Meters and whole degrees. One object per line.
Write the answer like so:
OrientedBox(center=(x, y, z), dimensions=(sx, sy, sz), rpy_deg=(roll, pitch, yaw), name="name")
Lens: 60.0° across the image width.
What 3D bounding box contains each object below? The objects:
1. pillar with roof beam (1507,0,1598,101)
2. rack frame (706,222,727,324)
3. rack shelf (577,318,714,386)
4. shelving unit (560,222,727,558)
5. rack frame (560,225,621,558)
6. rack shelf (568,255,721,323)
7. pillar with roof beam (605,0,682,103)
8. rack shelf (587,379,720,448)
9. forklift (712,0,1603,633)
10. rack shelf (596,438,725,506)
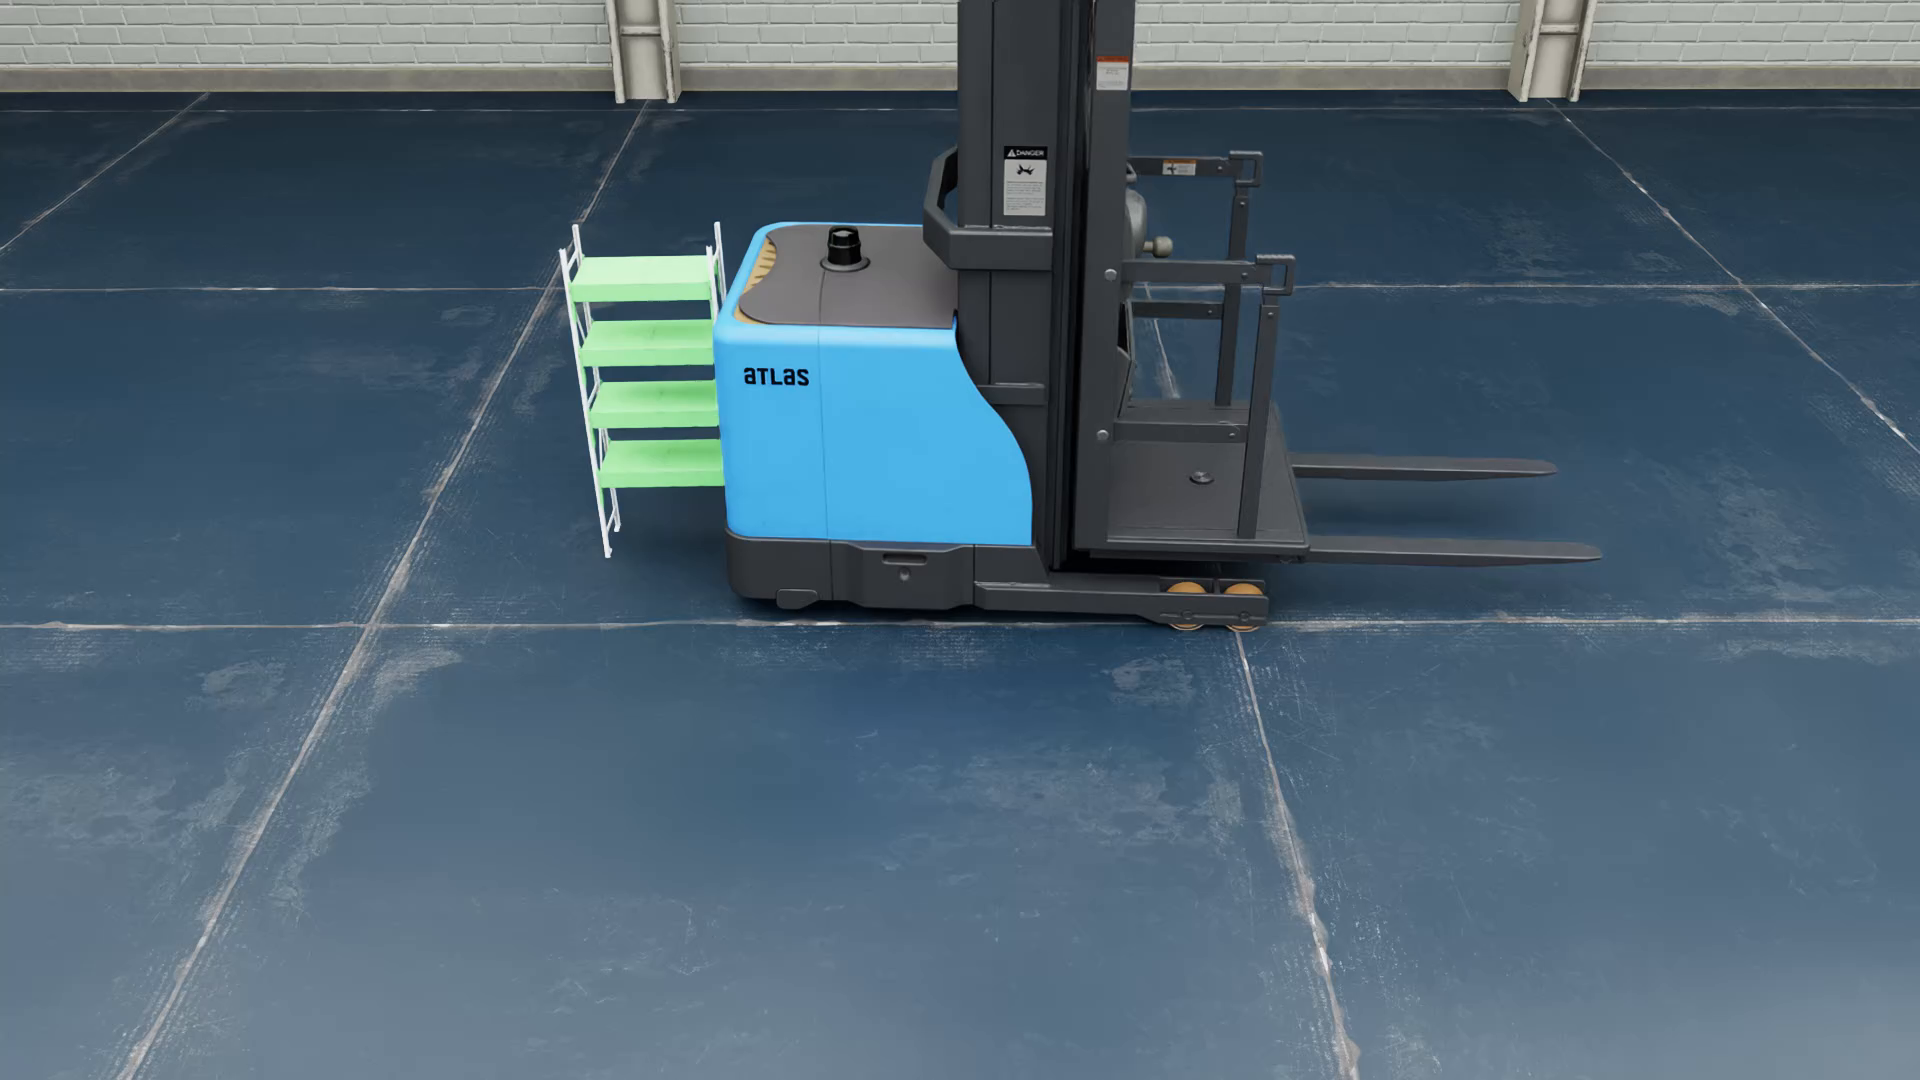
OrientedBox(center=(3.941, -4.612, 5.176), dimensions=(0.400, 9.000, 9.100), rpy_deg=(0, 31, 0), name="pillar with roof beam")
OrientedBox(center=(-0.824, -0.518, 5.930), dimensions=(0.015, 1.200, 0.240), rpy_deg=(-1, 31, 0), name="rack frame")
OrientedBox(center=(-1.071, -0.664, 5.840), dimensions=(0.480, 0.148, 0.258), rpy_deg=(-1, 31, 0), name="rack shelf")
OrientedBox(center=(-1.068, -0.514, 5.931), dimensions=(0.503, 1.200, 0.258), rpy_deg=(-1, 31, 0), name="shelving unit")
OrientedBox(center=(-1.312, -0.510, 5.933), dimensions=(0.015, 1.200, 0.240), rpy_deg=(-1, 31, 0), name="rack frame")
OrientedBox(center=(-1.075, -0.870, 5.716), dimensions=(0.480, 0.148, 0.258), rpy_deg=(-1, 31, 0), name="rack shelf")
OrientedBox(center=(-2.059, -4.593, 5.146), dimensions=(0.400, 9.000, 9.100), rpy_deg=(0, 31, 0), name="pillar with roof beam")
OrientedBox(center=(-1.067, -0.459, 5.965), dimensions=(0.480, 0.148, 0.258), rpy_deg=(-1, 31, 0), name="rack shelf")
OrientedBox(center=(0.722, -1.219, 5.434), dimensions=(3.031, 2.935, 1.130), rpy_deg=(2, 31, 3), name="forklift")
OrientedBox(center=(-1.063, -0.254, 6.089), dimensions=(0.480, 0.148, 0.258), rpy_deg=(-1, 31, 0), name="rack shelf")
